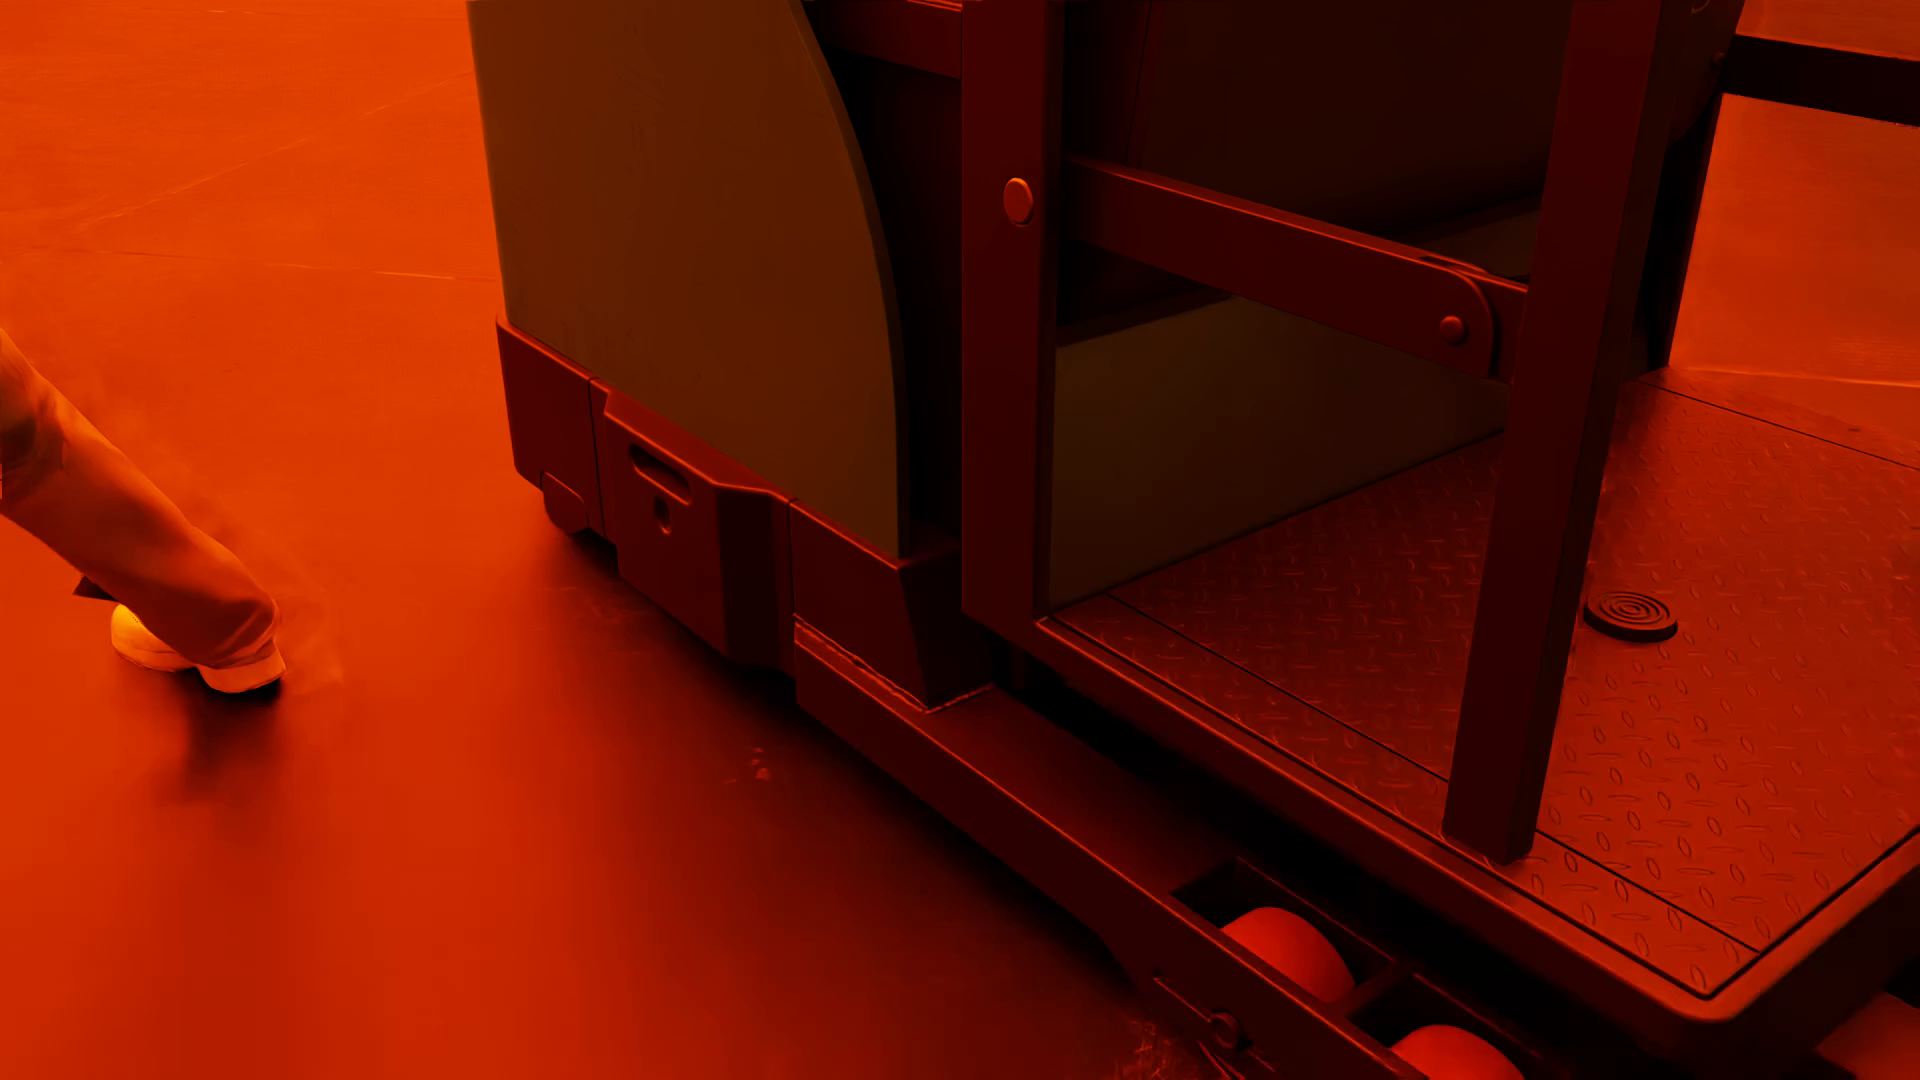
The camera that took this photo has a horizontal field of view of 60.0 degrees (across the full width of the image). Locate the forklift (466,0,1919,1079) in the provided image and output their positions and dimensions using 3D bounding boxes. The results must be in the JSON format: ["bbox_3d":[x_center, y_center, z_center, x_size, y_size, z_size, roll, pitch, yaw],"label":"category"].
[{"bbox_3d":[0.617,-0.991,1.211,1.130,2.935,3.031,-20,33,-34],"label":"forklift"}]

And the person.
[{"bbox_3d":[-1.167,-0.243,1.363,0.688,1.463,1.218,18,32,32],"label":"person"}]
